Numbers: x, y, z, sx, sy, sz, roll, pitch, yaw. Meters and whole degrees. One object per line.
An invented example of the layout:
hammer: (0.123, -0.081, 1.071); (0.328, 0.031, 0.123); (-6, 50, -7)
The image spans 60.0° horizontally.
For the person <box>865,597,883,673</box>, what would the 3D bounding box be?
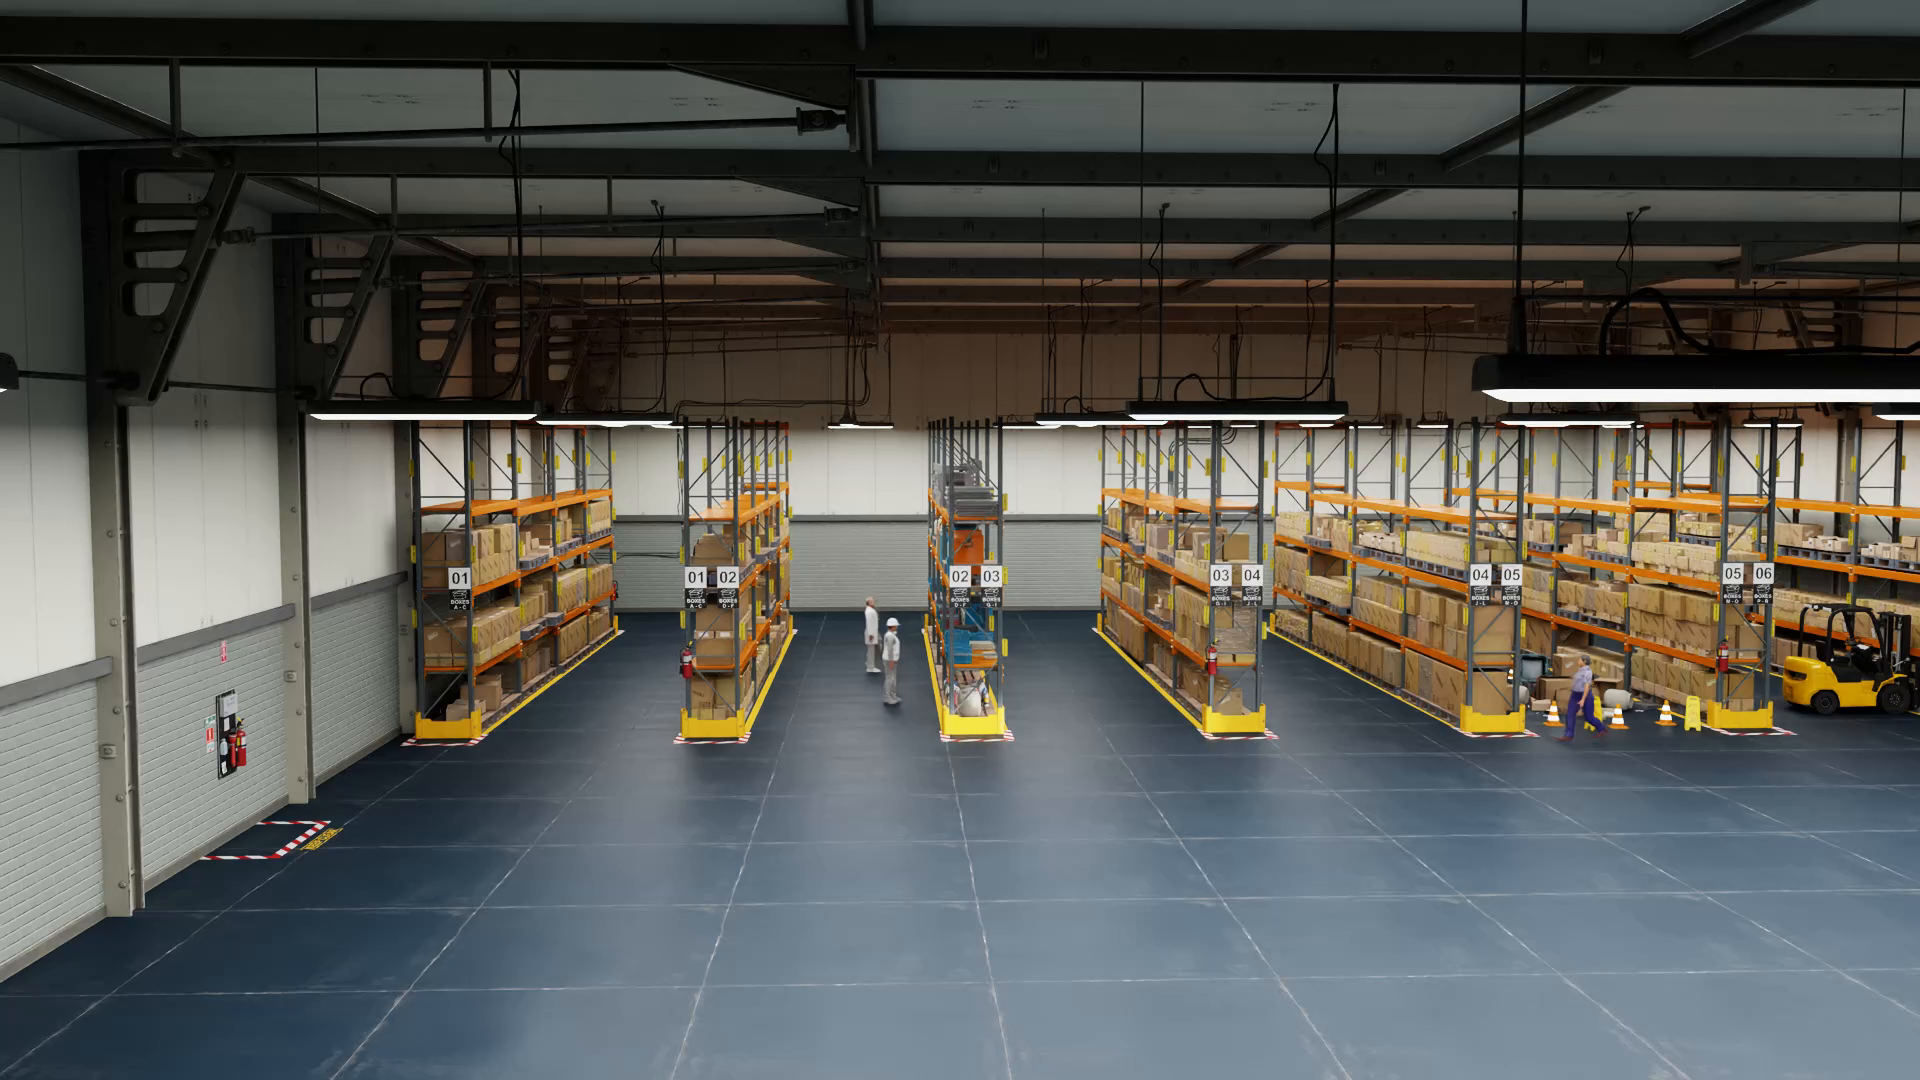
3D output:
person: (-2.082, 2.262, 39.540); (0.468, 1.810, 0.649); (1, 4, 10)

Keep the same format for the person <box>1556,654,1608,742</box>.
person: (11.501, 2.912, 30.657); (0.927, 1.615, 0.463); (-2, 4, -25)

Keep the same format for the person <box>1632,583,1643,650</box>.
person: (17.673, 2.009, 43.418); (0.644, 1.806, 0.609); (-2, 4, -23)

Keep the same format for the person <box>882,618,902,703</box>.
person: (-1.438, 2.538, 35.112); (0.410, 1.790, 0.557); (0, 4, 0)
